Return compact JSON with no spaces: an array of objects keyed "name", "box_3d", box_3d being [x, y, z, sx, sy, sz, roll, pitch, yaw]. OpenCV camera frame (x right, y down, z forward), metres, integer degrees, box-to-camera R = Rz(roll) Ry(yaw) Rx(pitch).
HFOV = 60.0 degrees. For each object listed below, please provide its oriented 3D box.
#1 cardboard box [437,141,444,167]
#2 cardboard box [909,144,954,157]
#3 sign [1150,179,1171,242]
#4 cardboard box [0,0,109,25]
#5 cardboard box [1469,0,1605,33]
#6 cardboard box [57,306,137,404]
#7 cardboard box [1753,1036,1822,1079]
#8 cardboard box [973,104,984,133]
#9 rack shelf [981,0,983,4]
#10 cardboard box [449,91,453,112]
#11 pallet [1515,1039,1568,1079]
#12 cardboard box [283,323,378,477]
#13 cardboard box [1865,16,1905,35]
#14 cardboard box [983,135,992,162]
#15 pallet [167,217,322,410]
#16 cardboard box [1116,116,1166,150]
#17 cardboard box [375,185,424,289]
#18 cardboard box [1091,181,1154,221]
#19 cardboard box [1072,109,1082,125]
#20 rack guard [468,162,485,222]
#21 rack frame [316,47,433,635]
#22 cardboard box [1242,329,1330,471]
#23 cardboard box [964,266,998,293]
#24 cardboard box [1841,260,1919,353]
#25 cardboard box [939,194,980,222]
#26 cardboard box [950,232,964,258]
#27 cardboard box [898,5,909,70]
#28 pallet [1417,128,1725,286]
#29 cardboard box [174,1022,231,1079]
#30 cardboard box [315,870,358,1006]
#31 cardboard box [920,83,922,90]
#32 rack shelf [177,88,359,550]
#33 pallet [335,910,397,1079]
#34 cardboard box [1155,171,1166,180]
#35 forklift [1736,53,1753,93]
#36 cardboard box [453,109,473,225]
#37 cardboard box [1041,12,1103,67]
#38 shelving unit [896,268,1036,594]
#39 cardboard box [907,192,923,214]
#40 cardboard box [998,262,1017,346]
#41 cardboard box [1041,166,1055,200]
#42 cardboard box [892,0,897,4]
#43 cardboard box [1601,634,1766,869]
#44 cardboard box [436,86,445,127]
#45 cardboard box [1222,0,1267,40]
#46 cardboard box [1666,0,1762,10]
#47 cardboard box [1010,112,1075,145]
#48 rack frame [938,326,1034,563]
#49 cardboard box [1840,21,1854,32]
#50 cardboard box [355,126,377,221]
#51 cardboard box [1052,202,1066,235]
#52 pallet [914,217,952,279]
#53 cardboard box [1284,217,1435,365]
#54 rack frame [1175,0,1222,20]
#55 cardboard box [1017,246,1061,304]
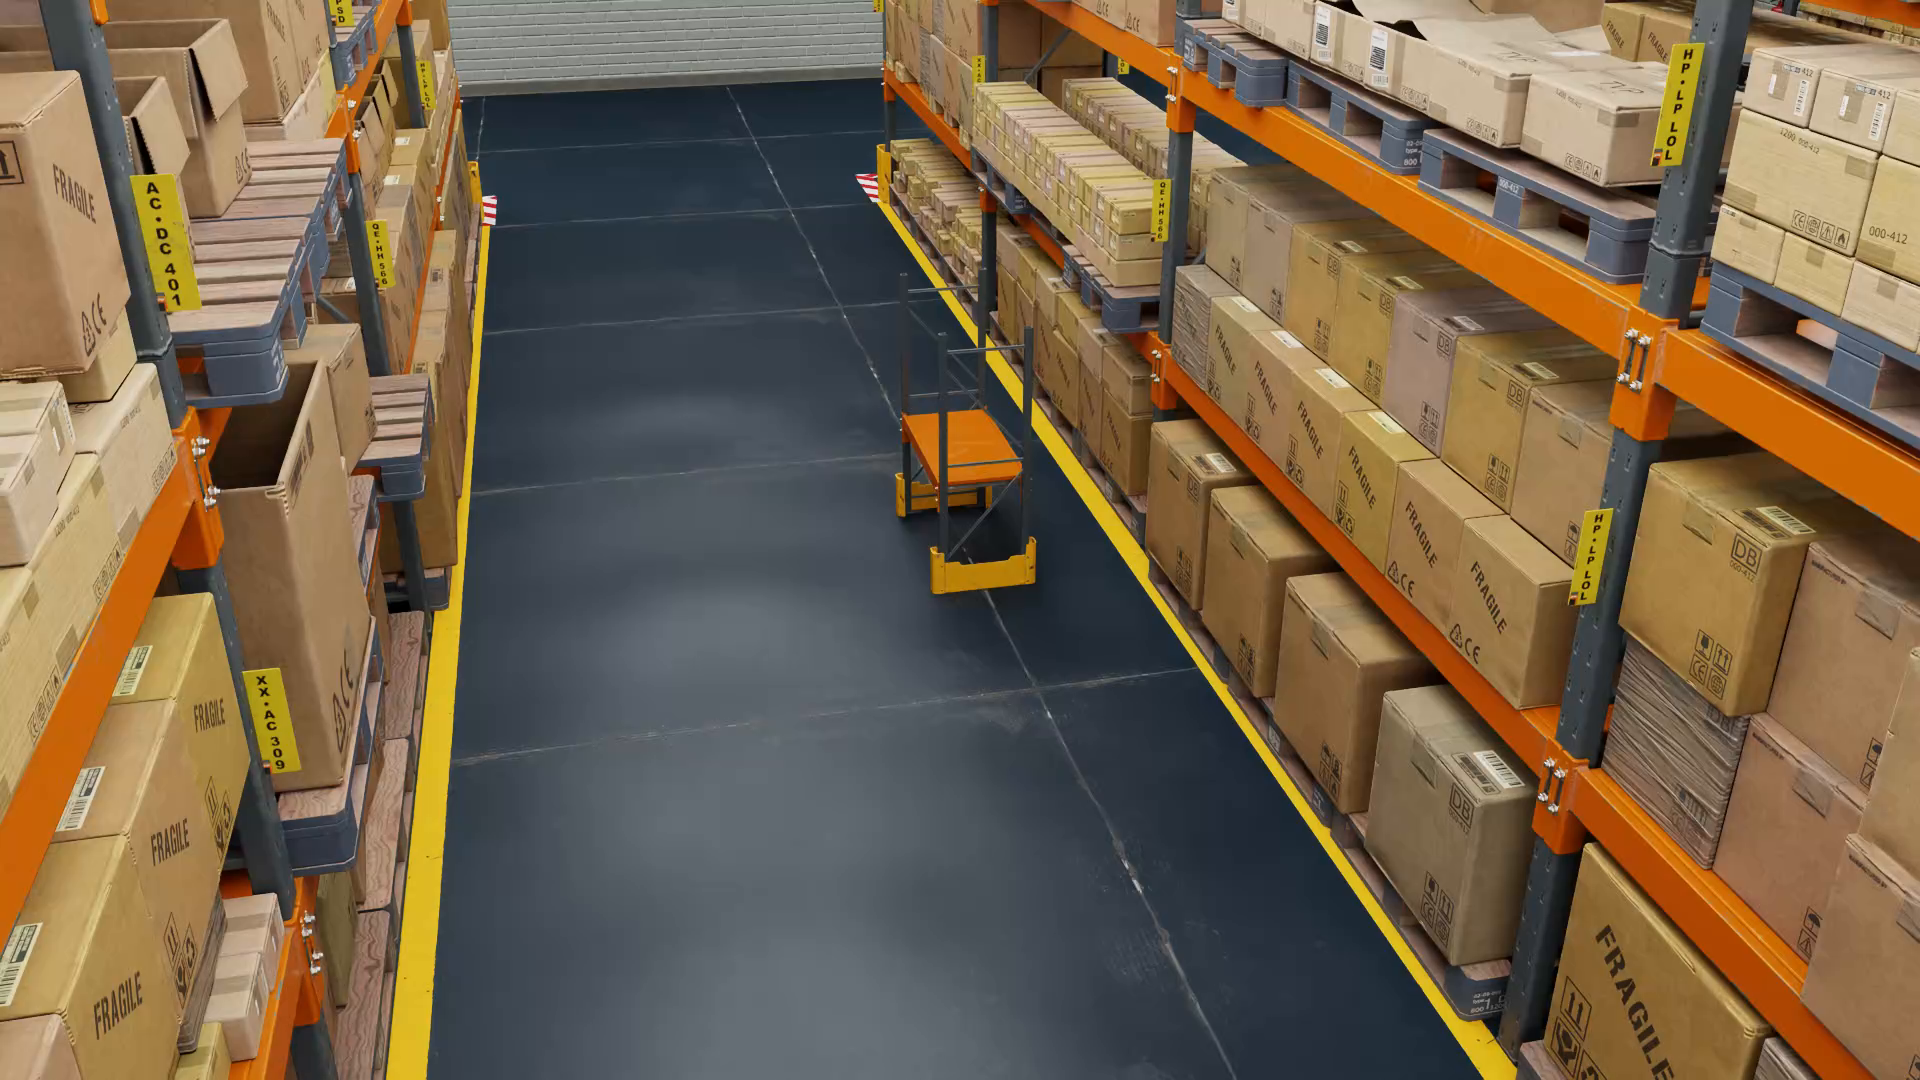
[{"name":"cardboard box","box_3d":[-4.051,-2.858,12.363,0.380,0.149,0.250,-5,27,-10]},{"name":"cardboard box","box_3d":[-0.269,-3.598,15.588,0.380,0.149,0.250,-5,27,-11]},{"name":"sign","box_3d":[1.041,-1.702,8.595,0.100,0.325,0.005,-6,27,-12]},{"name":"cardboard box","box_3d":[-3.202,-1.751,5.896,0.500,0.500,0.500,-7,28,-13]},{"name":"cardboard box","box_3d":[2.232,-2.160,6.684,0.500,0.500,0.500,-6,27,-12]},{"name":"cardboard box","box_3d":[-2.032,-0.401,3.610,0.380,0.149,0.250,-5,27,-10]},{"name":"cardboard box","box_3d":[2.749,1.916,4.516,0.875,0.875,0.875,-6,27,-11]},{"name":"cardboard box","box_3d":[0.307,-3.024,11.894,0.380,0.149,0.250,-6,27,-11]},{"name":"rack shelf","box_3d":[0.215,-4.931,13.660,1.077,0.370,4.000,-6,27,-12]},{"name":"cardboard box","box_3d":[-4.458,-3.649,13.929,0.380,0.149,0.250,-7,28,-13]},{"name":"pallet","box_3d":[2.564,2.063,5.428,1.003,0.211,1.213,-6,27,-12]},{"name":"cardboard box","box_3d":[-2.904,-0.584,7.001,0.700,0.500,0.500,-2,27,-4]},{"name":"cardboard box","box_3d":[9.471,-5.240,16.639,0.500,0.250,0.500,-6,27,-13]},{"name":"cardboard box","box_3d":[0.375,-2.770,11.722,0.380,0.149,0.250,-6,27,-11]},{"name":"pallet","box_3d":[-2.422,-0.601,4.491,1.213,0.211,1.003,-6,27,-12]},{"name":"cardboard box","box_3d":[1.239,-2.648,10.819,0.380,0.149,0.250,-7,28,-14]},{"name":"cardboard box","box_3d":[-3.480,-1.776,9.829,0.500,0.500,0.500,-6,27,-11]},{"name":"cardboard box","box_3d":[0.956,-1.899,9.337,0.380,0.149,0.250,-6,27,-12]},{"name":"cardboard box","box_3d":[1.008,-2.973,11.794,0.380,0.149,0.250,-6,27,-11]},{"name":"rack guard","box_3d":[-5.096,-3.227,15.588,1.175,0.500,0.348,-6,27,-12]},{"name":"rack frame","box_3d":[-3.288,-0.820,8.046,1.000,3.000,0.127,-6,27,-12]},{"name":"cardboard box","box_3d":[1.636,-0.655,7.608,0.500,0.500,0.500,-6,27,-12]},{"name":"cardboard box","box_3d":[0.246,-2.088,13.255,0.380,0.149,0.250,-6,27,-11]},{"name":"cardboard box","box_3d":[2.335,-0.565,3.913,0.380,0.149,0.250,-6,27,-12]},{"name":"cardboard box","box_3d":[0.039,-2.793,13.993,0.380,0.149,0.250,-7,28,-14]},{"name":"cardboard box","box_3d":[0.135,-2.422,13.588,0.380,0.149,0.250,-7,28,-13]},{"name":"cardboard box","box_3d":[-0.258,-4.511,14.918,0.500,0.500,0.500,-6,27,-11]},{"name":"pallet","box_3d":[2.214,-1.174,5.631,0.805,0.209,1.217,-7,28,-14]},{"name":"cardboard box","box_3d":[-2.007,1.339,4.046,0.380,0.149,0.250,-6,27,-12]},{"name":"cardboard box","box_3d":[-2.593,1.372,5.988,0.700,0.500,0.500,-6,27,-12]},{"name":"cardboard box","box_3d":[-0.147,-4.051,14.726,0.380,0.149,0.250,-6,27,-12]},{"name":"rack shelf","box_3d":[-2.837,-0.960,5.792,1.077,0.370,4.000,-6,27,-12]},{"name":"pallet","box_3d":[-2.563,1.839,5.872,1.003,0.211,1.213,-6,27,-12]},{"name":"cardboard box","box_3d":[1.415,-2.176,10.215,0.380,0.149,0.250,-6,27,-12]},{"name":"forklift","box_3d":[3.987,-0.690,7.865,1.130,2.935,3.031,-9,28,-17]},{"name":"cardboard box","box_3d":[-4.869,-3.298,14.847,0.875,0.875,0.875,-6,27,-12]},{"name":"cardboard box","box_3d":[0.802,-3.882,12.561,0.500,0.500,0.500,-5,27,-10]},{"name":"shelving unit","box_3d":[0.017,-0.636,9.346,0.587,1.500,1.083,-6,27,-12]},{"name":"cardboard box","box_3d":[-0.277,-3.105,15.271,0.380,0.149,0.250,-6,27,-11]},{"name":"cardboard box","box_3d":[0.574,-1.756,12.207,0.500,0.500,0.500,-5,27,-10]},{"name":"cardboard box","box_3d":[0.720,-2.224,10.310,0.380,0.149,0.250,-5,27,-10]},{"name":"cardboard box","box_3d":[-0.393,-5.191,15.155,0.500,0.500,0.500,-6,27,-12]},{"name":"cardboard box","box_3d":[2.564,0.570,5.124,0.875,0.550,0.550,-6,27,-12]},{"name":"cardboard box","box_3d":[-4.269,-3.320,12.836,0.500,0.250,0.500,-5,27,-10]},{"name":"cardboard box","box_3d":[1.516,-2.471,7.509,0.500,0.311,0.500,-6,27,-12]},{"name":"cardboard box","box_3d":[5.811,-3.903,12.933,0.500,0.500,0.500,-5,27,-10]},{"name":"cardboard box","box_3d":[0.543,-2.700,10.923,0.380,0.149,0.250,-6,27,-12]},{"name":"rack frame","box_3d":[0.134,-0.409,8.896,0.500,1.500,0.032,-6,27,-12]},{"name":"cardboard box","box_3d":[9.402,-5.341,17.281,0.380,0.149,0.250,-6,27,-12]},{"name":"cardboard box","box_3d":[-3.581,-1.921,9.004,0.797,0.503,0.637,-5,27,-10]},{"name":"cardboard box","box_3d":[0.781,-1.974,10.145,0.380,0.149,0.250,-7,28,-14]},{"name":"pallet","box_3d":[0.202,-2.618,14.703,1.003,0.211,1.213,-6,27,-12]},{"name":"cardboard box","box_3d":[1.892,-1.125,7.430,0.700,0.500,0.500,-6,27,-12]},{"name":"rack frame","box_3d":[1.567,-3.957,7.604,1.000,3.000,0.127,-6,27,-12]},{"name":"cardboard box","box_3d":[0.697,-1.857,11.576,0.500,0.250,0.500,-5,27,-10]}]
